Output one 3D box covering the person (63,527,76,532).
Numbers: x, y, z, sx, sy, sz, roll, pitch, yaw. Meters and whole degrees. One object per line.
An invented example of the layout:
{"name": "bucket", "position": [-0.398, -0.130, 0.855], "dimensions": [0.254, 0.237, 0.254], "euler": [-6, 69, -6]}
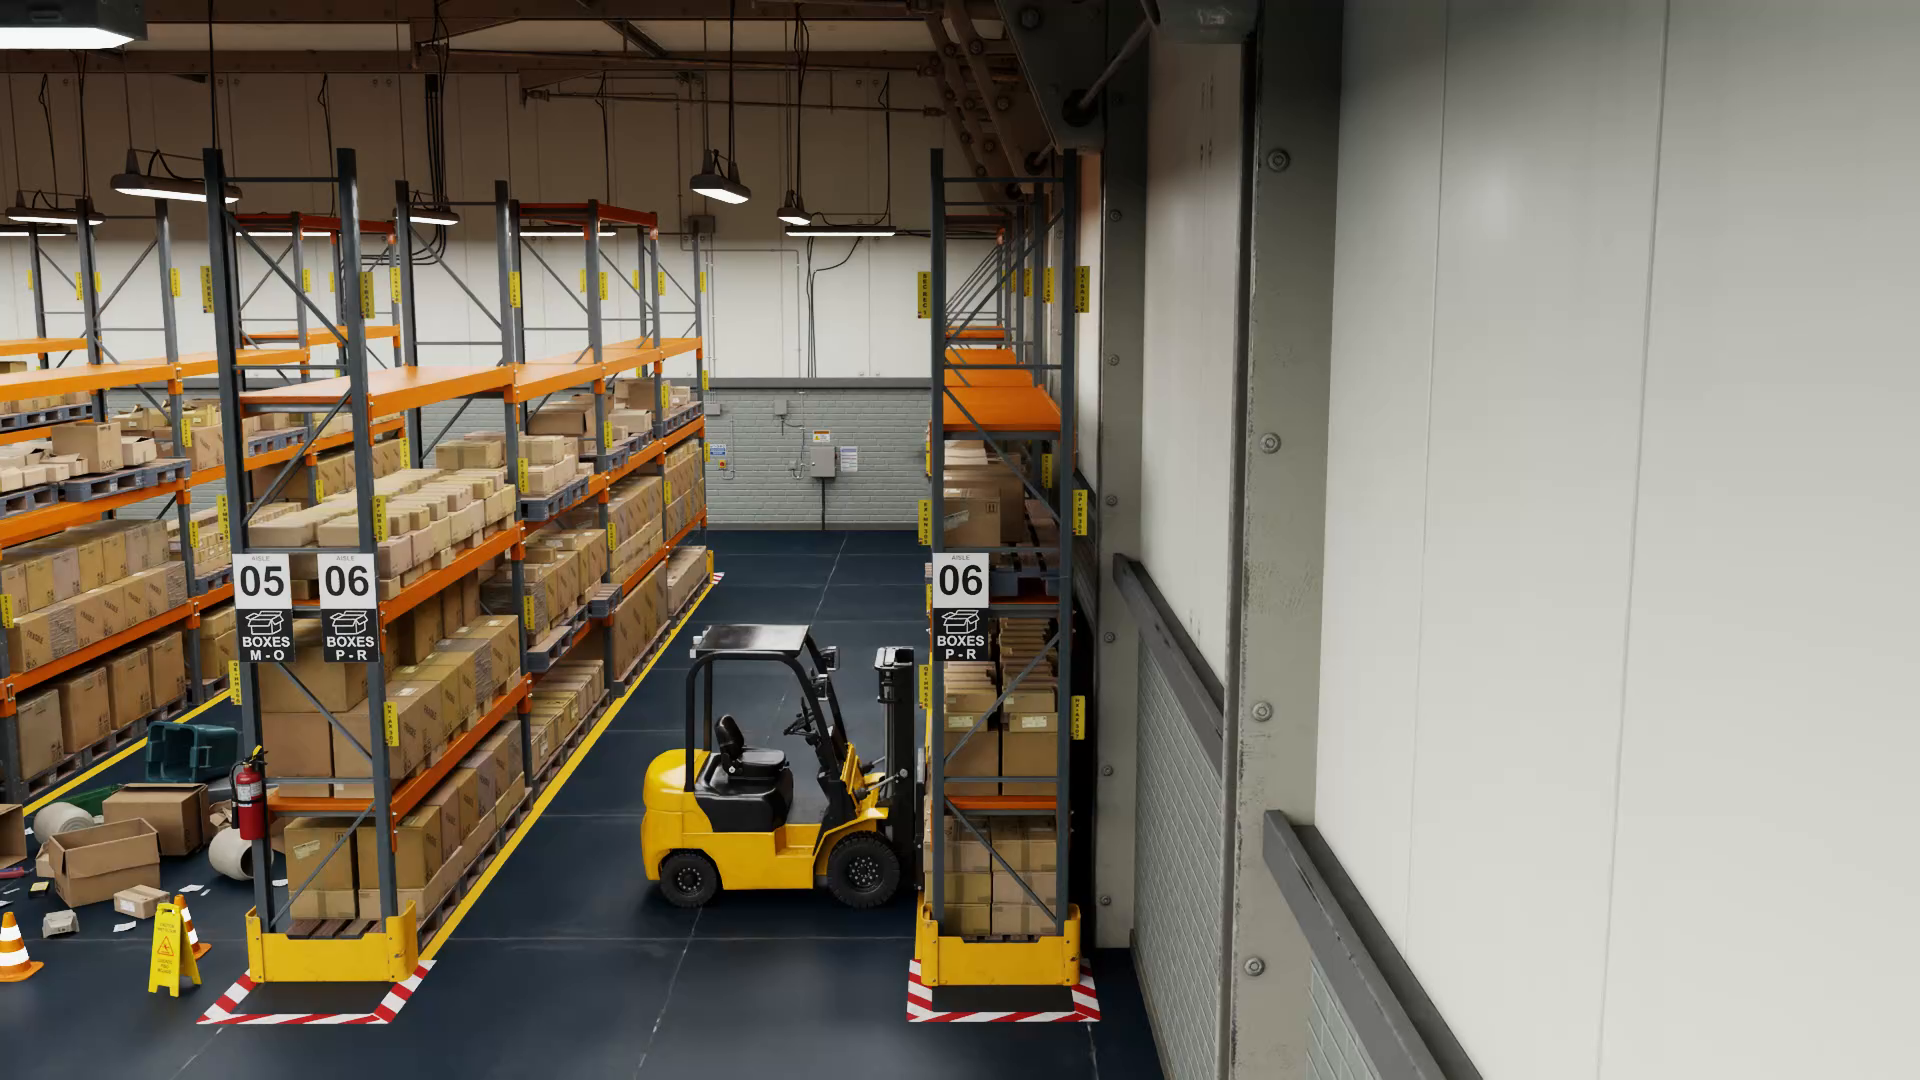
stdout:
{"name": "person", "position": [-12.098, 0.782, 22.727], "dimensions": [0.722, 1.550, 0.628], "euler": [-1, 9, -6]}
